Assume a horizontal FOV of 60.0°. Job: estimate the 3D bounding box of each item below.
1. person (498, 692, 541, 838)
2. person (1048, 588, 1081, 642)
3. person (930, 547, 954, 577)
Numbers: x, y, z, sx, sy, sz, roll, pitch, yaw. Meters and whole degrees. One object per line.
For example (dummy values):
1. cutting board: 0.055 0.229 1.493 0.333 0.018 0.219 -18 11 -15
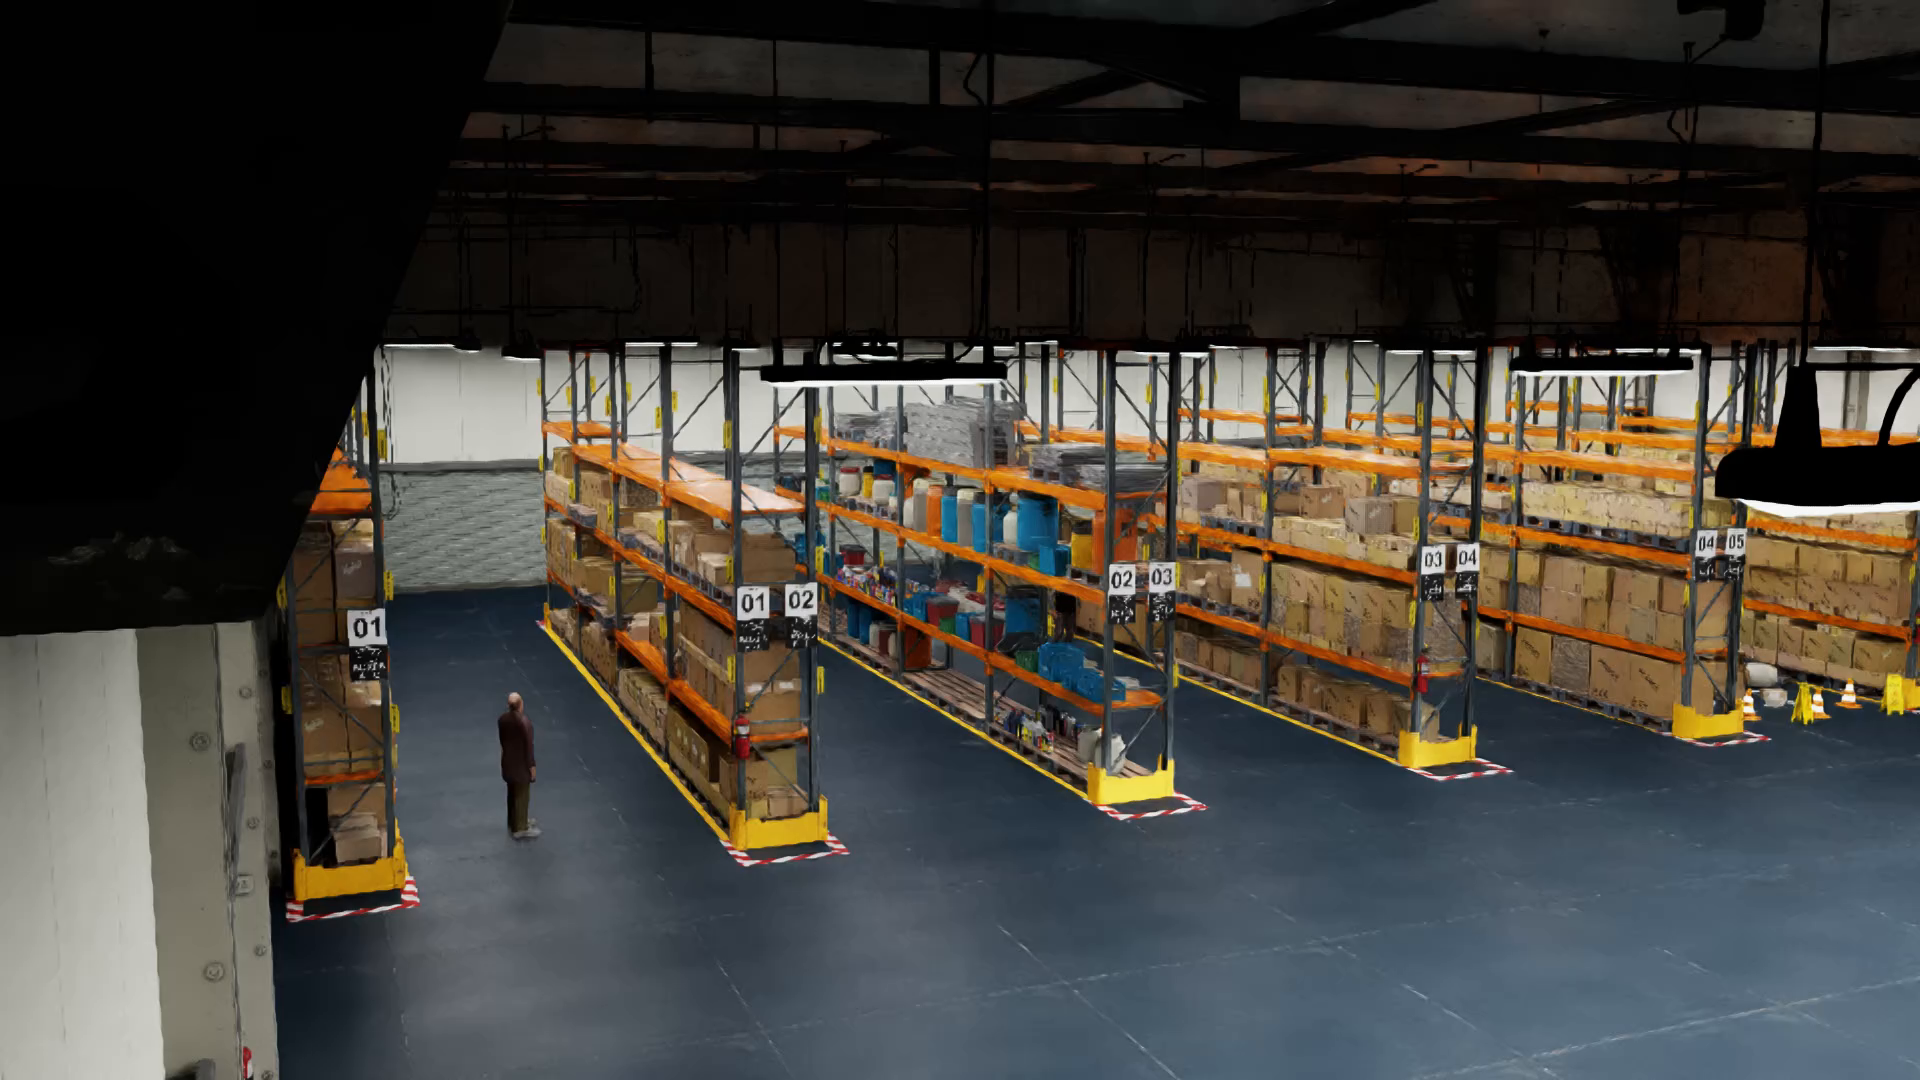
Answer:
1. person: -5.439 2.760 20.632 0.624 1.781 0.518 6 10 40
2. person: 1.997 1.381 31.790 0.677 1.674 0.534 -3 8 -24
3. person: -0.477 0.042 41.720 0.566 1.768 0.614 5 9 35
